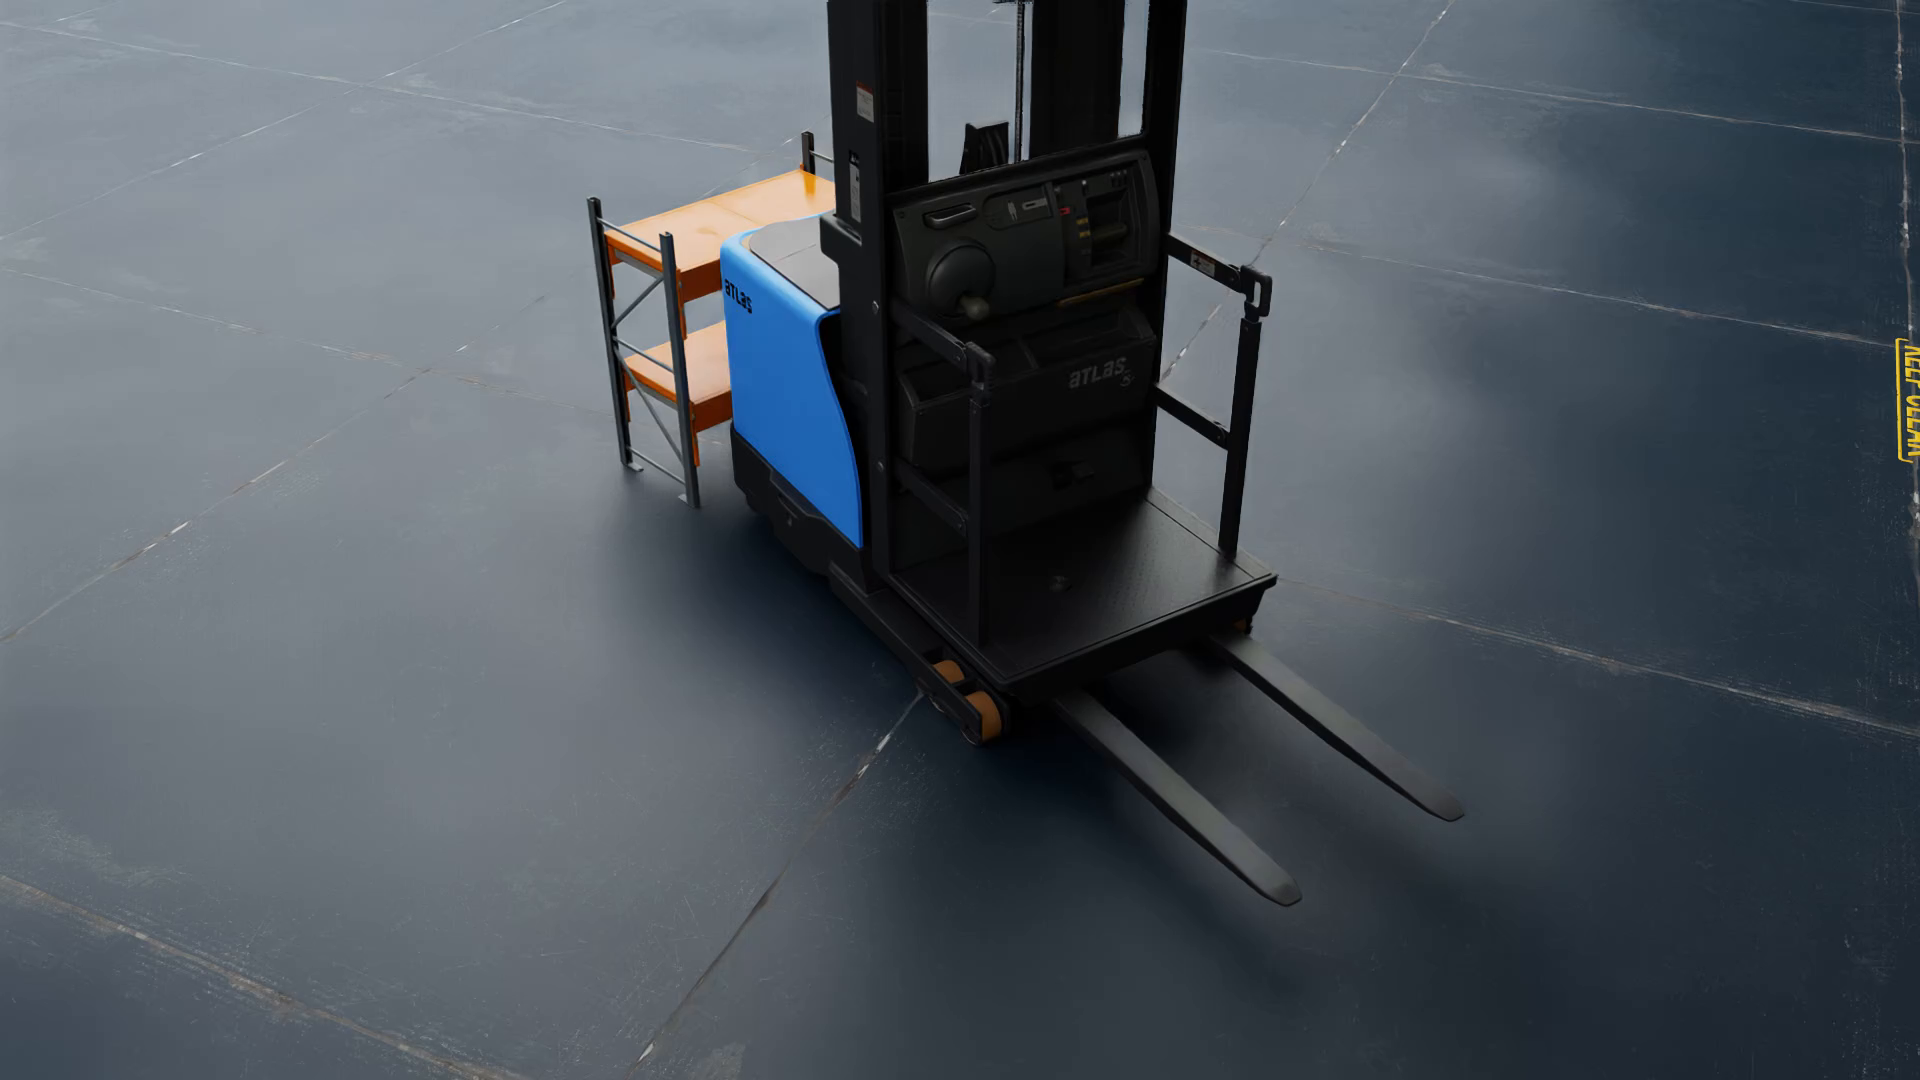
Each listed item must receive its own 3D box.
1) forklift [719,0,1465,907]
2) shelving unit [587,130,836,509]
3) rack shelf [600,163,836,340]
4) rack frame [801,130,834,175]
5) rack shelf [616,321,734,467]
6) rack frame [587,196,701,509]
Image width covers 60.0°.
[{"bbox_3d":[0.332,-0.875,4.911,1.130,2.935,3.031,-19,38,-26],"label":"forklift"},{"bbox_3d":[-0.824,-0.889,6.580,1.048,1.125,0.538,-28,42,-35],"label":"shelving unit"},{"bbox_3d":[-0.824,-1.134,6.420,1.000,0.278,0.538,-28,42,-35],"label":"rack shelf"},{"bbox_3d":[-0.458,-1.082,6.875,0.032,1.125,0.500,-28,42,-35],"label":"rack frame"},{"bbox_3d":[-0.824,-0.685,6.714,1.000,0.278,0.538,-28,42,-35],"label":"rack shelf"},{"bbox_3d":[-1.191,-0.696,6.286,0.032,1.125,0.500,-28,42,-35],"label":"rack frame"}]
